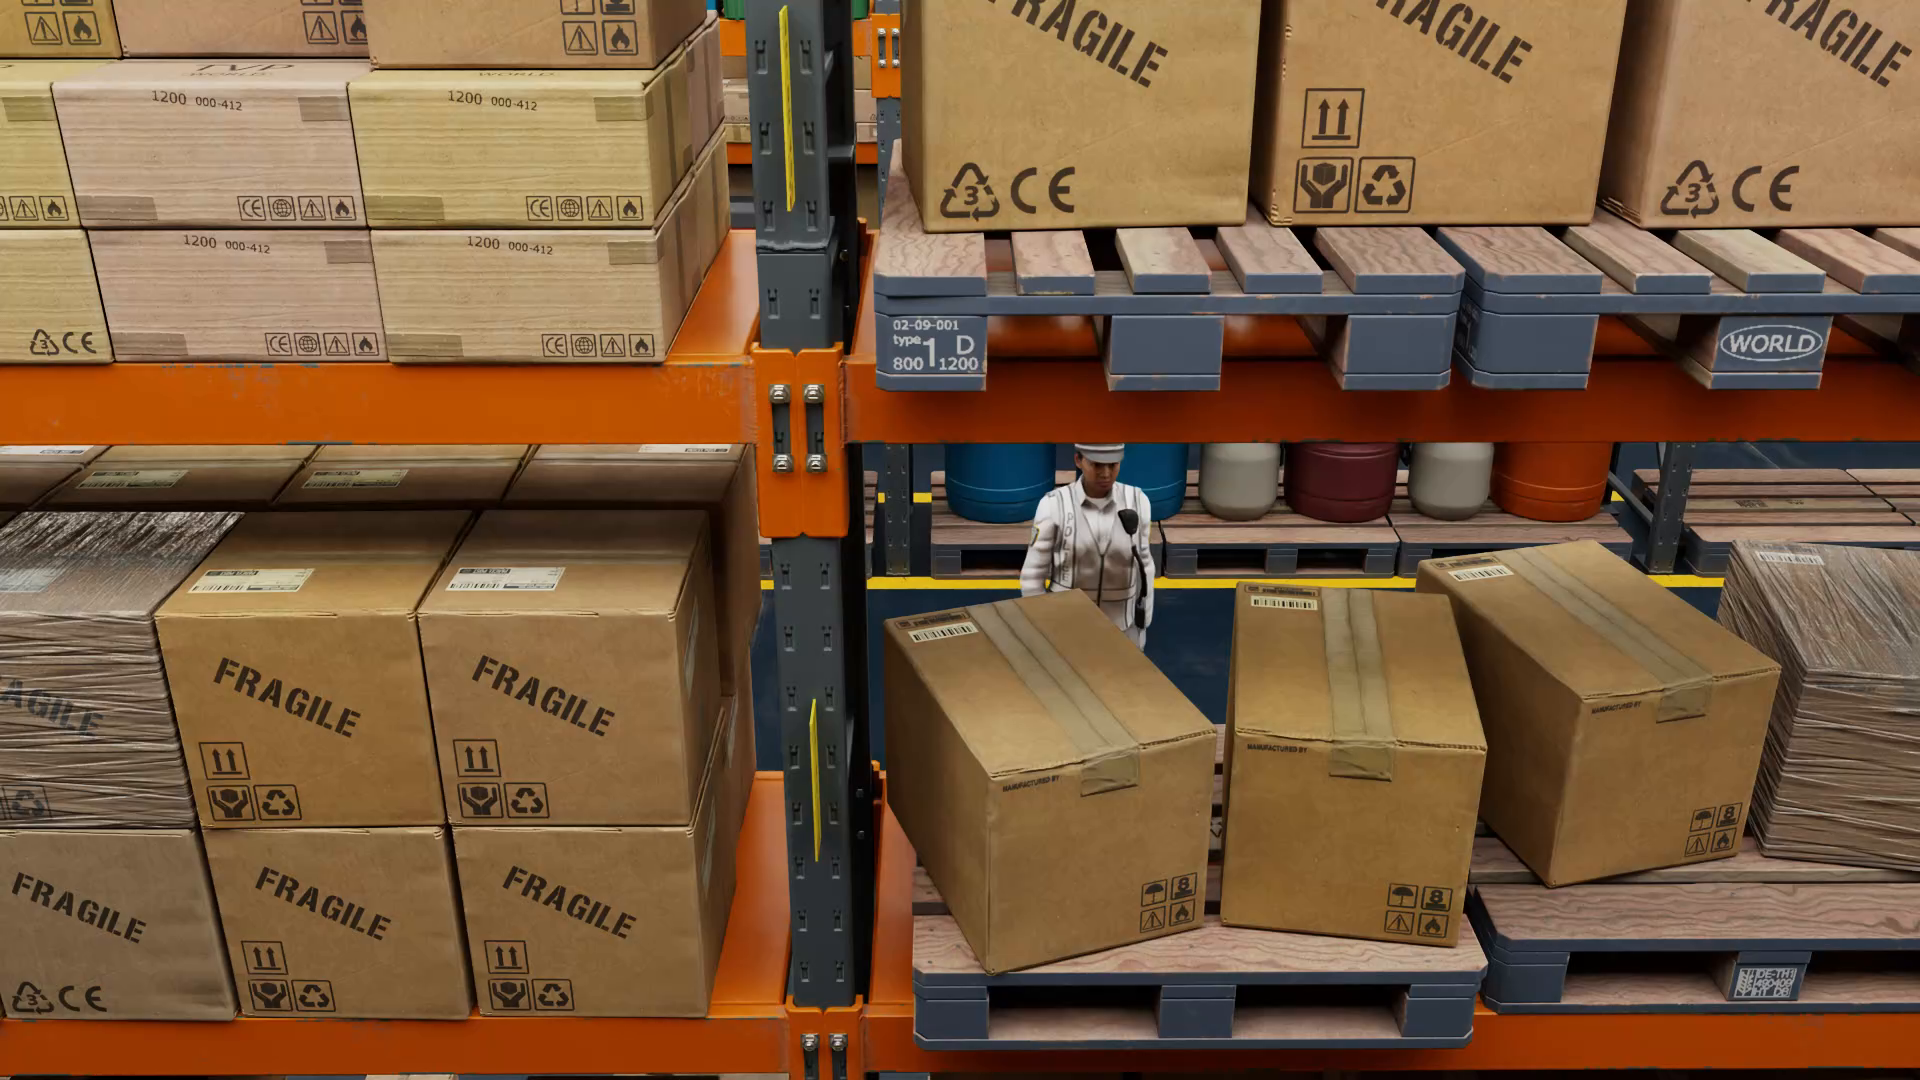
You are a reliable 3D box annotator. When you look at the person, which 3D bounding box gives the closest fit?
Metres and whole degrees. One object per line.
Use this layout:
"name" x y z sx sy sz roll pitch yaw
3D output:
"person" 0.487 0.390 6.257 0.528 1.747 0.472 -2 24 -5
